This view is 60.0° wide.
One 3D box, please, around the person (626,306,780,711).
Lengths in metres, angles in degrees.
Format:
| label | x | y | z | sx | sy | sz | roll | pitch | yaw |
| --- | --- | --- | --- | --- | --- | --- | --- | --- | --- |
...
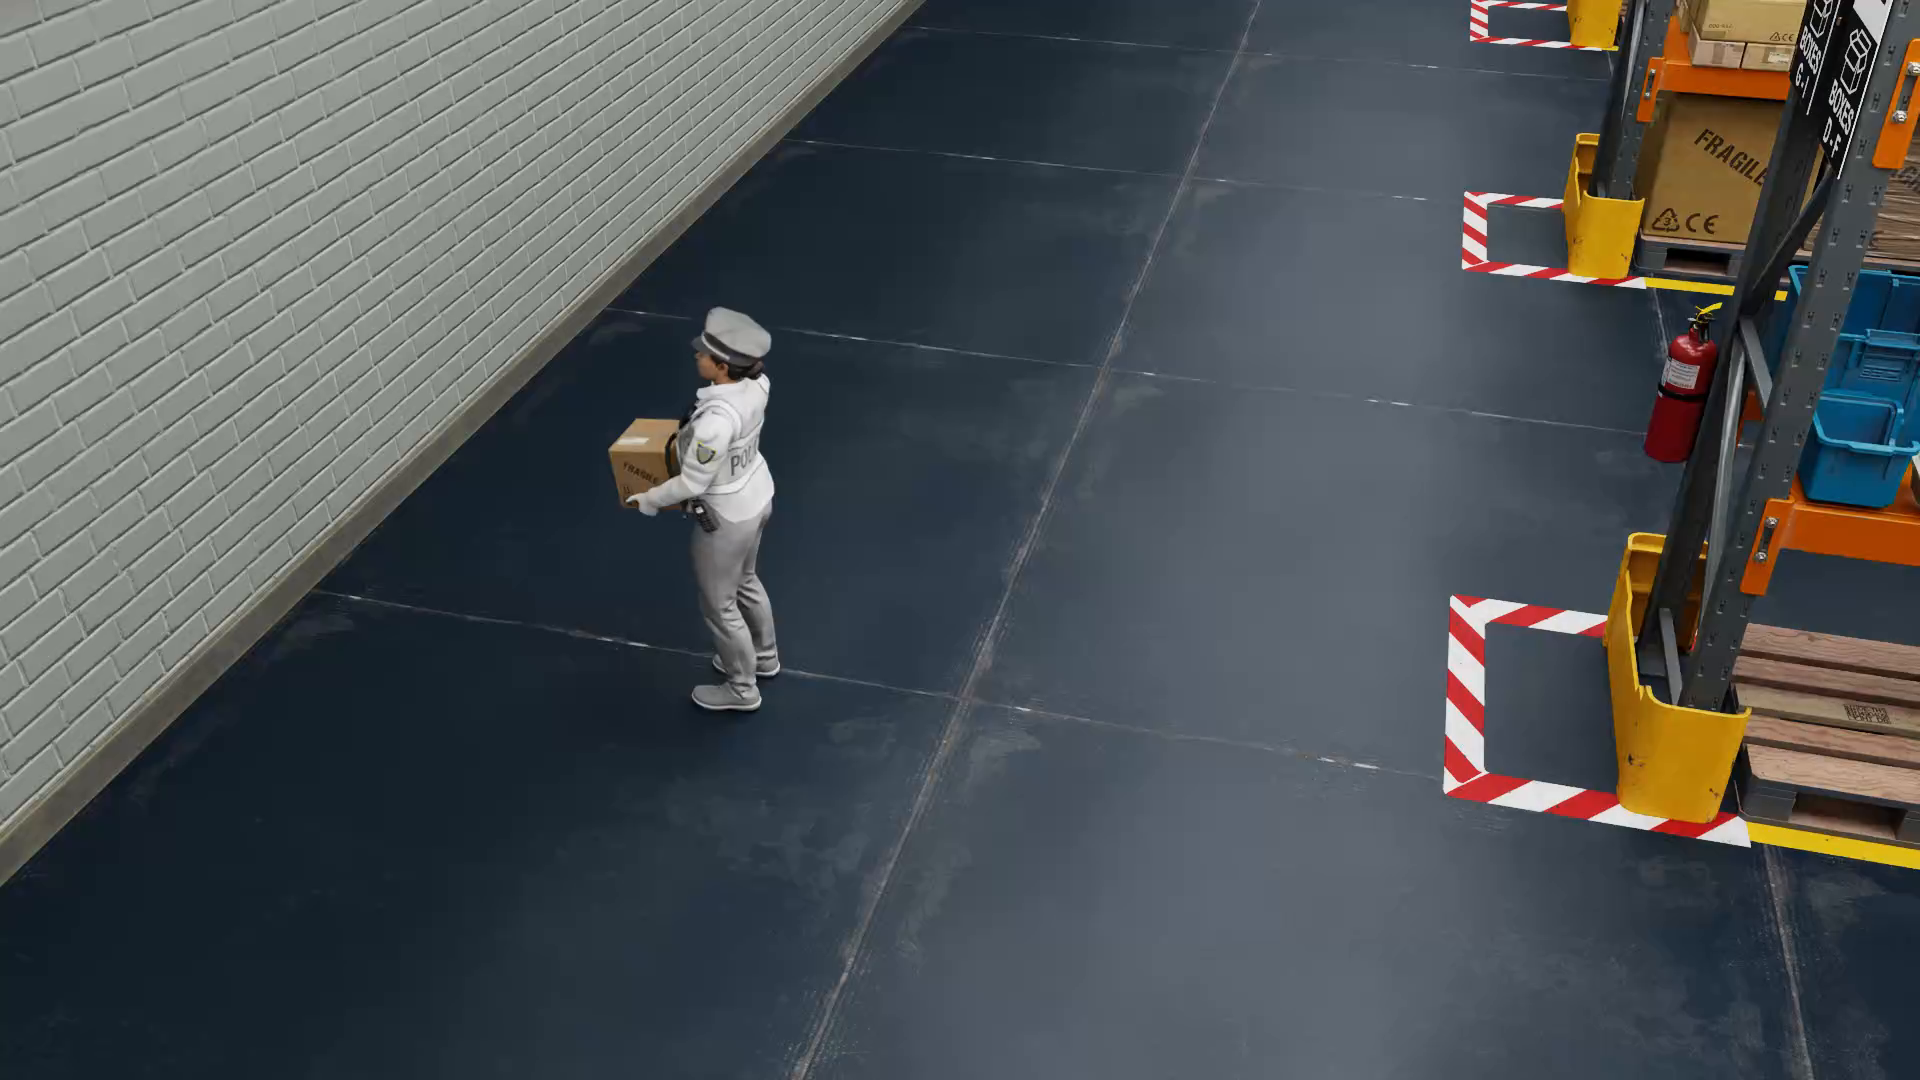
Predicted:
| label | x | y | z | sx | sy | sz | roll | pitch | yaw |
| --- | --- | --- | --- | --- | --- | --- | --- | --- | --- |
| person | -0.940 | -0.115 | 6.292 | 0.564 | 1.686 | 0.460 | 8 | 34 | 13 |
